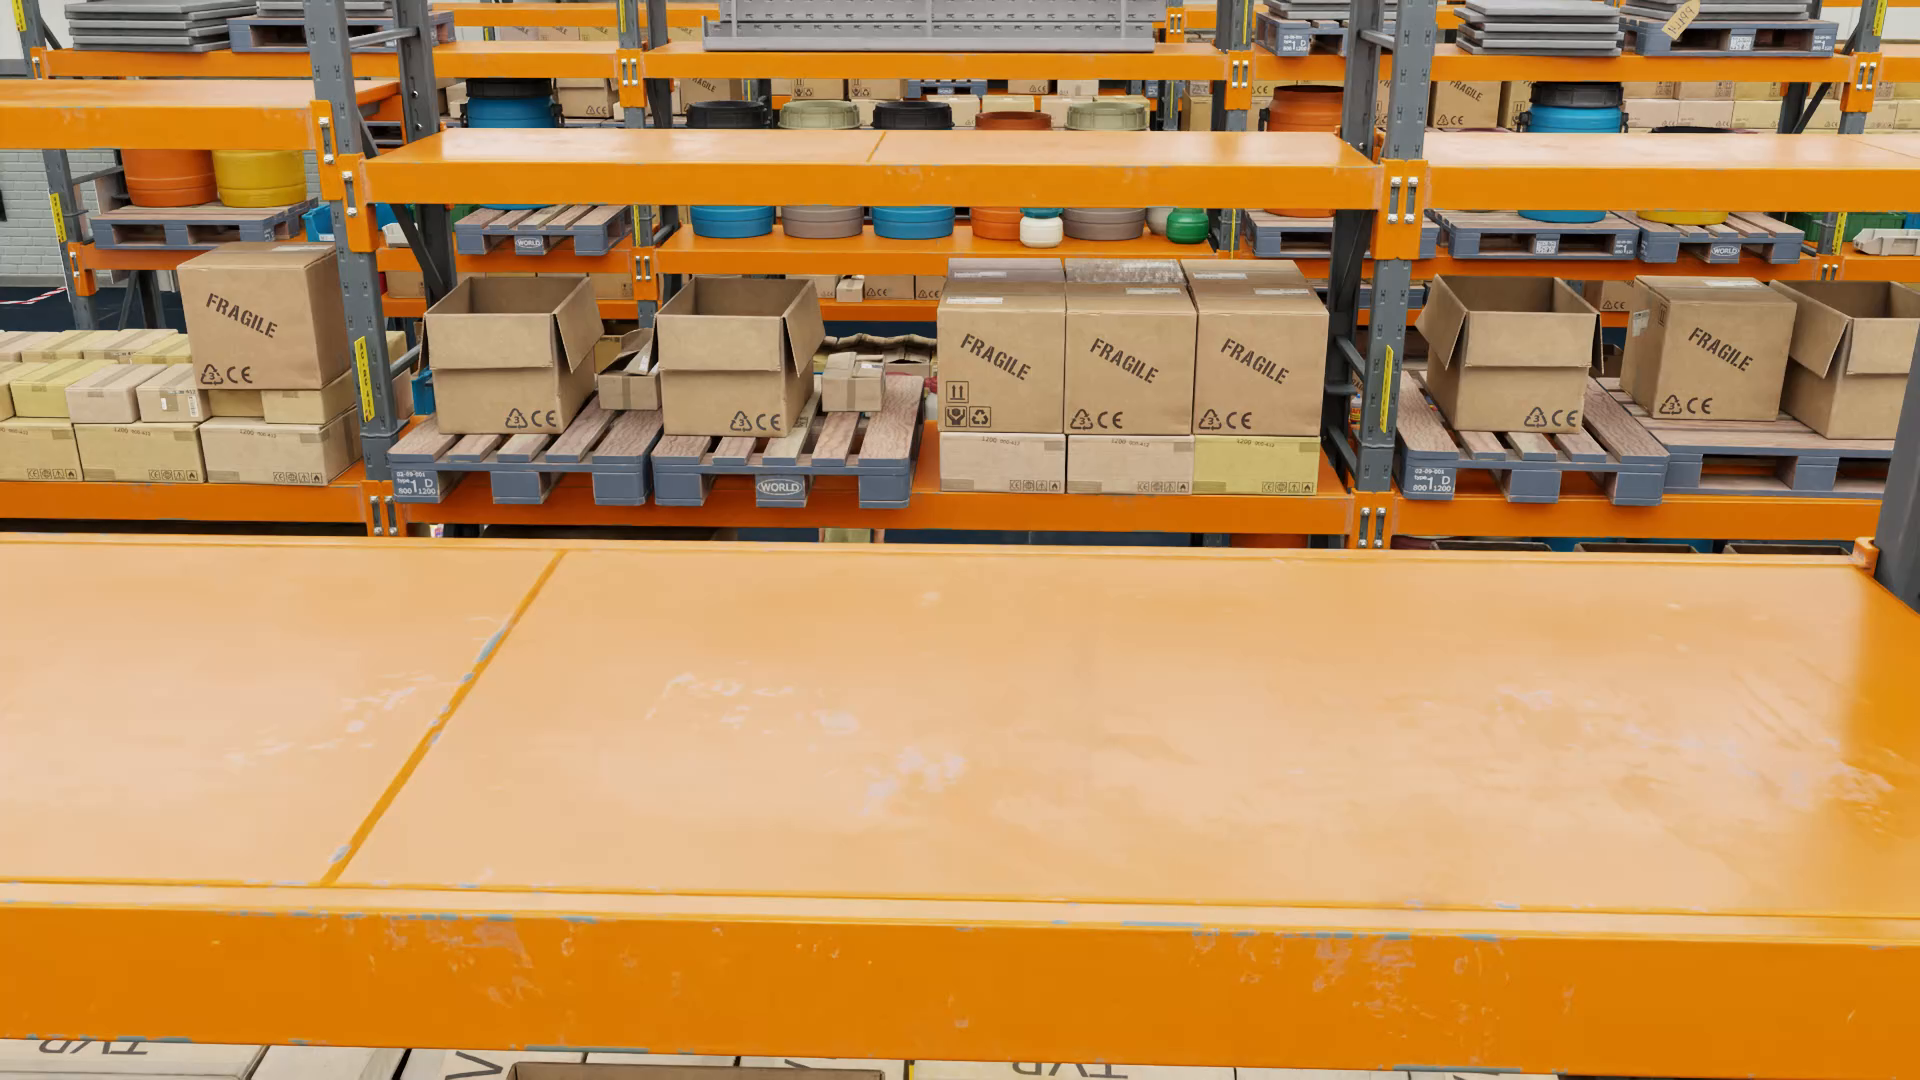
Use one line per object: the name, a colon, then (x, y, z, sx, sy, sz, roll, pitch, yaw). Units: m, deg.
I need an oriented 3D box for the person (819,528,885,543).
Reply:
person: (-0.763, 0.205, 11.160, 0.503, 1.723, 0.496, 3, 21, 8)
